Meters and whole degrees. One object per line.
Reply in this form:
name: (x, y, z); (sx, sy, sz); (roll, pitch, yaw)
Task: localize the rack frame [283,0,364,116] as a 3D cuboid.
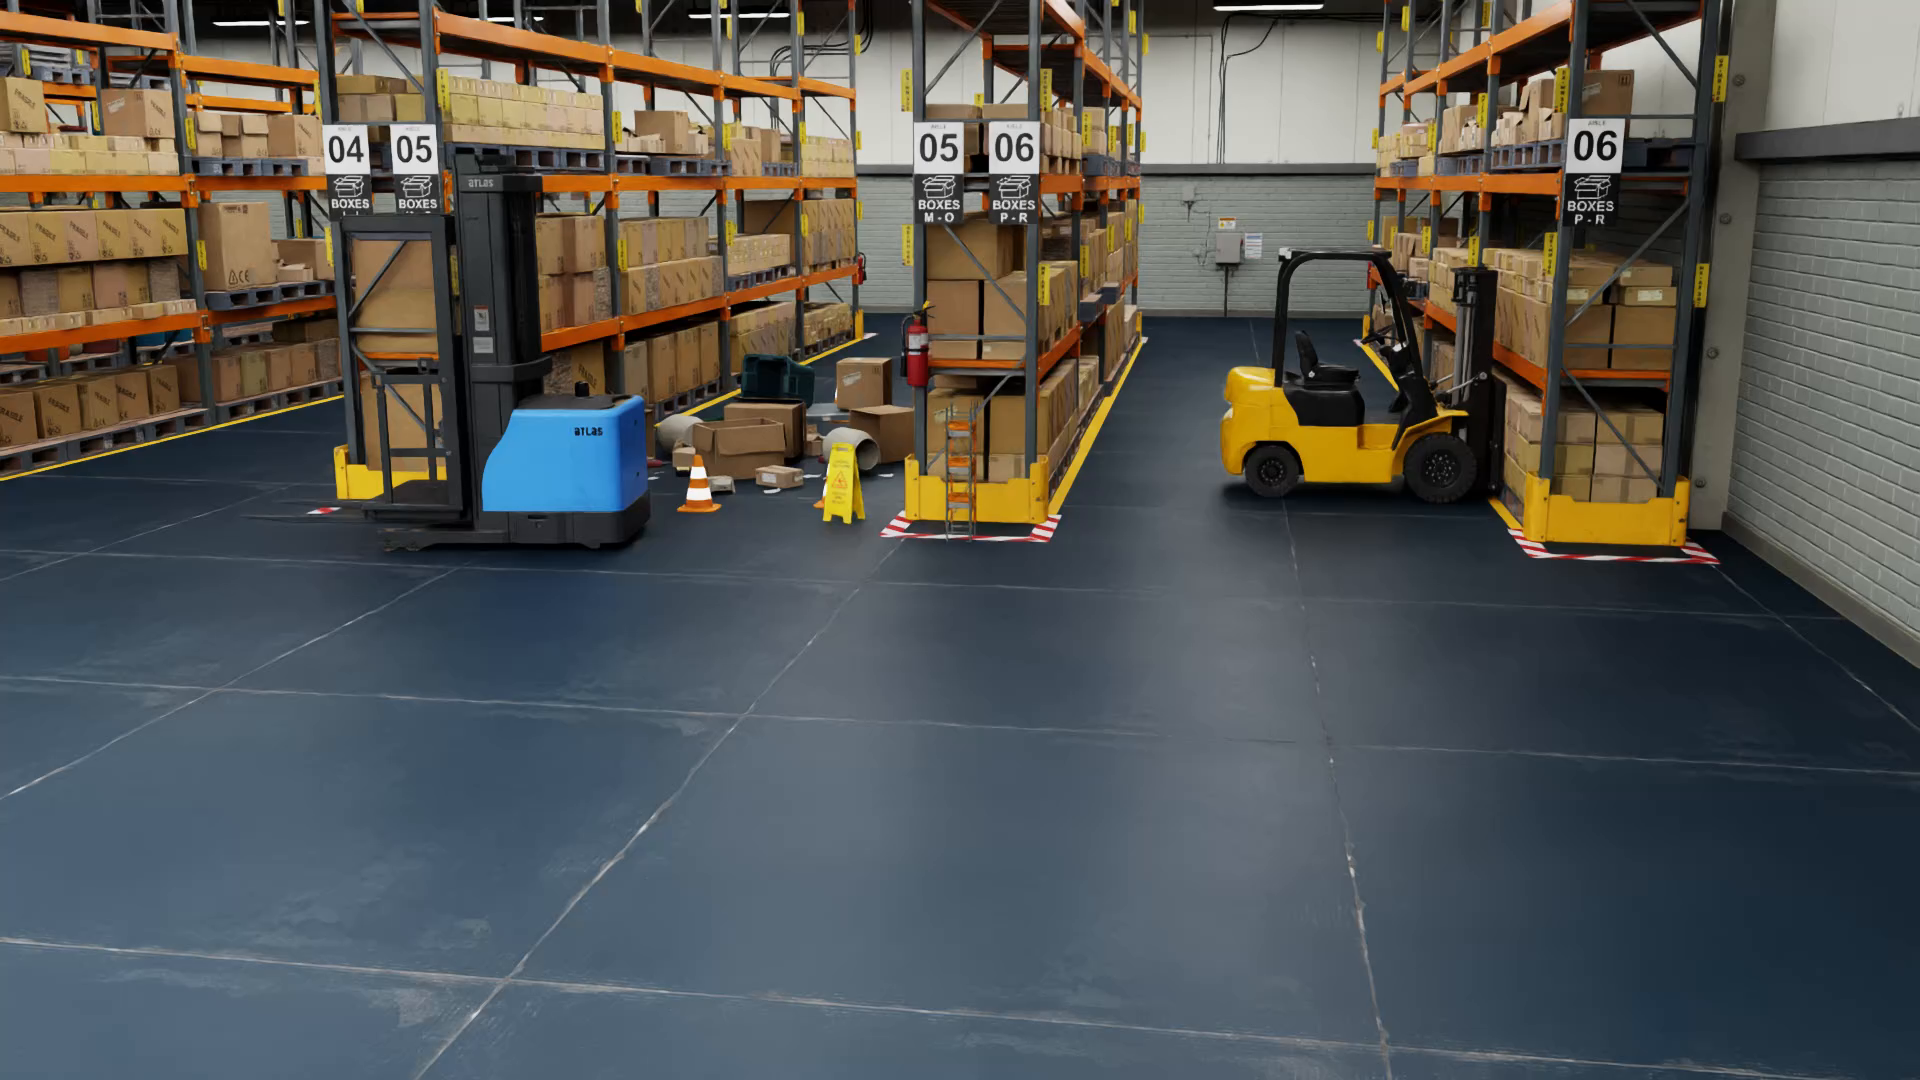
rack frame: (-8.432, -6.556, 22.054); (1.000, 3.000, 0.127); (2, 12, 9)

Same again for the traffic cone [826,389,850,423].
traffic cone: (-1.392, -1.626, 19.439); (0.336, 0.463, 0.334); (2, 12, 9)

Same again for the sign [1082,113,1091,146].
sign: (1.282, -4.173, 16.888); (0.100, 0.325, 0.005); (2, 12, 9)

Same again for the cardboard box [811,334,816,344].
cardboard box: (-2.517, -3.207, 26.523); (0.380, 0.149, 0.250); (2, 12, 10)

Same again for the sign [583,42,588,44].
sign: (-6.668, -8.696, 29.580); (0.100, 0.325, 0.005); (2, 12, 9)

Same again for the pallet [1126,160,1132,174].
pallet: (2.111, -5.728, 25.542); (1.003, 0.211, 1.213); (2, 12, 9)

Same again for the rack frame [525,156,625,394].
rack frame: (-4.162, -2.609, 17.979); (1.000, 3.000, 0.127); (2, 12, 9)

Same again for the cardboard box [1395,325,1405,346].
cardboard box: (6.583, -2.865, 24.103); (0.500, 0.500, 0.500); (2, 12, 11)

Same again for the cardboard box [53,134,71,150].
cardboard box: (-9.138, -3.974, 16.602); (0.380, 0.149, 0.250); (1, 12, 7)

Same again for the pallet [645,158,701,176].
pallet: (-3.763, -4.447, 19.836); (1.003, 0.211, 1.213); (2, 12, 11)

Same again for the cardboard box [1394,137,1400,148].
cardboard box: (6.401, -5.670, 23.719); (0.380, 0.149, 0.250); (2, 12, 10)

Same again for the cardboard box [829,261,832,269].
cardboard box: (-2.373, -4.642, 28.008); (0.380, 0.149, 0.250); (1, 12, 6)

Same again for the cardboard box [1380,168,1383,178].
cardboard box: (7.006, -5.935, 26.891); (0.380, 0.149, 0.250); (2, 12, 10)

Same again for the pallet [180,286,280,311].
pallet: (-8.786, -2.851, 19.559); (1.003, 0.211, 1.213); (2, 12, 9)

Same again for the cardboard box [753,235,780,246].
cardboard box: (-2.883, -4.448, 24.700); (0.380, 0.149, 0.250); (1, 12, 7)

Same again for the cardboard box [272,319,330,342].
cardboard box: (-8.577, -2.732, 21.659); (0.500, 0.250, 0.500); (3, 13, 15)

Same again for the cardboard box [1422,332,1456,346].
cardboard box: (6.091, -2.554, 21.120); (0.380, 0.149, 0.250); (1, 12, 6)

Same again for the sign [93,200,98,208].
sign: (-16.445, -6.309, 31.649); (0.100, 0.325, 0.005); (2, 12, 9)

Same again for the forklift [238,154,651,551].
forklift: (-4.032, -1.458, 12.800); (3.031, 2.935, 1.130); (0, 12, 2)

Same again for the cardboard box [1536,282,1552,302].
cardboard box: (4.821, -1.978, 13.276); (0.380, 0.149, 0.250); (2, 12, 10)

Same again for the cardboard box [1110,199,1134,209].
cardboard box: (2.681, -5.580, 27.615); (0.380, 0.149, 0.250); (2, 12, 10)

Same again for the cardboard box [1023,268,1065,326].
cardboard box: (0.700, -2.241, 15.328); (0.500, 0.500, 0.500); (2, 12, 7)

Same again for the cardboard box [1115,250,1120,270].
cardboard box: (1.942, -3.887, 23.078); (0.500, 0.250, 0.500); (2, 12, 10)

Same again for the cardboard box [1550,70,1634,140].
cardboard box: (4.862, -3.346, 12.809); (0.500, 0.500, 0.500); (2, 12, 11)

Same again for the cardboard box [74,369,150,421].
cardboard box: (-9.229, -1.573, 18.107); (0.500, 0.500, 0.500); (6, 14, 27)

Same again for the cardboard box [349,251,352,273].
cardboard box: (-8.601, -3.783, 23.190); (0.500, 0.500, 0.500); (2, 12, 10)

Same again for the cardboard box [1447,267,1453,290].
cardboard box: (5.725, -2.909, 18.541); (0.500, 0.250, 0.500); (2, 12, 9)

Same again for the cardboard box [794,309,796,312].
cardboard box: (-2.860, -3.781, 27.777); (0.380, 0.149, 0.250); (2, 12, 9)

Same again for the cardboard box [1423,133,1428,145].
cardboard box: (6.189, -5.174, 21.466); (0.380, 0.149, 0.250); (2, 12, 7)

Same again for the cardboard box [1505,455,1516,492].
cardboard box: (4.880, -0.549, 13.952); (0.500, 0.250, 0.500); (2, 12, 9)

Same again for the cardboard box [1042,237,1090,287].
cardboard box: (1.100, -2.957, 17.656); (0.500, 0.500, 0.500); (2, 12, 10)

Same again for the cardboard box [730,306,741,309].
cardboard box: (-3.469, -3.262, 24.166); (0.500, 0.250, 0.500); (2, 12, 11)

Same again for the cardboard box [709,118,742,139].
cardboard box: (-3.133, -5.514, 22.283); (0.396, 0.266, 0.258); (2, 12, 9)

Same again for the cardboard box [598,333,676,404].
cardboard box: (-4.004, -2.047, 19.716); (1.050, 0.750, 0.750); (2, 12, 9)

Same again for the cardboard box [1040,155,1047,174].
cardboard box: (0.501, -3.039, 13.451); (0.380, 0.149, 0.250); (2, 12, 9)

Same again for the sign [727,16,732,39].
sign: (-3.465, -7.724, 25.067); (0.100, 0.325, 0.005); (2, 12, 9)

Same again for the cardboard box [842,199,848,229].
cardboard box: (-2.219, -5.581, 28.454); (0.500, 0.500, 0.500); (1, 12, 7)

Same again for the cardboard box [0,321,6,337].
cardboard box: (-9.273, -1.990, 15.703); (0.380, 0.149, 0.250); (2, 12, 9)

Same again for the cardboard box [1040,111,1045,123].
cardboard box: (0.508, -3.541, 13.886); (0.380, 0.149, 0.250); (2, 12, 9)

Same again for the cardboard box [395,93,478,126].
cardboard box: (-4.450, -3.661, 14.157); (0.500, 0.250, 0.500); (2, 12, 9)

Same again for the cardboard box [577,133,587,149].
cardboard box: (-3.979, -4.014, 16.742); (0.380, 0.149, 0.250); (2, 12, 10)

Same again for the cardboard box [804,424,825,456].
cardboard box: (-1.502, -1.033, 17.156); (0.258, 0.266, 0.396); (-7, 14, -30)

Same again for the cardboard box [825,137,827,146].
cardboard box: (-2.371, -6.486, 27.073); (0.380, 0.149, 0.250); (2, 12, 7)

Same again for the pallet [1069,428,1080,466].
pallet: (0.676, -0.965, 16.972); (1.003, 0.211, 1.213); (2, 12, 9)

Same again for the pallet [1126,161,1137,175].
pallet: (2.301, -5.981, 26.717); (1.003, 0.211, 1.213); (2, 12, 9)

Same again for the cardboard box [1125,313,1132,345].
cardboard box: (2.315, -3.401, 26.741); (0.875, 0.438, 0.875); (2, 12, 7)

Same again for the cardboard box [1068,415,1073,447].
cardboard box: (0.847, -1.088, 16.451); (0.500, 0.250, 0.500); (2, 12, 7)

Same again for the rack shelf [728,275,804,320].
rack shelf: (-3.239, -3.506, 23.851); (1.077, 0.370, 4.000); (2, 12, 9)

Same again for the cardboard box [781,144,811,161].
cardboard box: (-2.621, -6.004, 25.783); (0.500, 0.250, 0.500); (2, 12, 11)

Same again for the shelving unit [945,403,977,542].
shelving unit: (0.008, -0.524, 12.934); (0.215, 1.050, 0.252); (2, 12, 9)

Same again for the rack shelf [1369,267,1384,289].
rack shelf: (7.188, -4.040, 26.325); (1.077, 0.370, 4.000); (2, 12, 9)

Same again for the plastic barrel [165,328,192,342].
plastic barrel: (-12.812, -3.683, 26.949); (0.600, 0.901, 0.708); (2, 12, 9)

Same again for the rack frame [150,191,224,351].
rack frame: (-12.711, -4.616, 27.295); (1.000, 3.000, 0.127); (2, 12, 9)

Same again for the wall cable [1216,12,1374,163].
wall cable: (6.676, -8.989, 33.254); (2.988, 3.039, 0.133); (2, 12, 9)

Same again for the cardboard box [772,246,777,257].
cardboard box: (-2.916, -4.249, 24.485); (0.380, 0.149, 0.250); (1, 12, 7)
